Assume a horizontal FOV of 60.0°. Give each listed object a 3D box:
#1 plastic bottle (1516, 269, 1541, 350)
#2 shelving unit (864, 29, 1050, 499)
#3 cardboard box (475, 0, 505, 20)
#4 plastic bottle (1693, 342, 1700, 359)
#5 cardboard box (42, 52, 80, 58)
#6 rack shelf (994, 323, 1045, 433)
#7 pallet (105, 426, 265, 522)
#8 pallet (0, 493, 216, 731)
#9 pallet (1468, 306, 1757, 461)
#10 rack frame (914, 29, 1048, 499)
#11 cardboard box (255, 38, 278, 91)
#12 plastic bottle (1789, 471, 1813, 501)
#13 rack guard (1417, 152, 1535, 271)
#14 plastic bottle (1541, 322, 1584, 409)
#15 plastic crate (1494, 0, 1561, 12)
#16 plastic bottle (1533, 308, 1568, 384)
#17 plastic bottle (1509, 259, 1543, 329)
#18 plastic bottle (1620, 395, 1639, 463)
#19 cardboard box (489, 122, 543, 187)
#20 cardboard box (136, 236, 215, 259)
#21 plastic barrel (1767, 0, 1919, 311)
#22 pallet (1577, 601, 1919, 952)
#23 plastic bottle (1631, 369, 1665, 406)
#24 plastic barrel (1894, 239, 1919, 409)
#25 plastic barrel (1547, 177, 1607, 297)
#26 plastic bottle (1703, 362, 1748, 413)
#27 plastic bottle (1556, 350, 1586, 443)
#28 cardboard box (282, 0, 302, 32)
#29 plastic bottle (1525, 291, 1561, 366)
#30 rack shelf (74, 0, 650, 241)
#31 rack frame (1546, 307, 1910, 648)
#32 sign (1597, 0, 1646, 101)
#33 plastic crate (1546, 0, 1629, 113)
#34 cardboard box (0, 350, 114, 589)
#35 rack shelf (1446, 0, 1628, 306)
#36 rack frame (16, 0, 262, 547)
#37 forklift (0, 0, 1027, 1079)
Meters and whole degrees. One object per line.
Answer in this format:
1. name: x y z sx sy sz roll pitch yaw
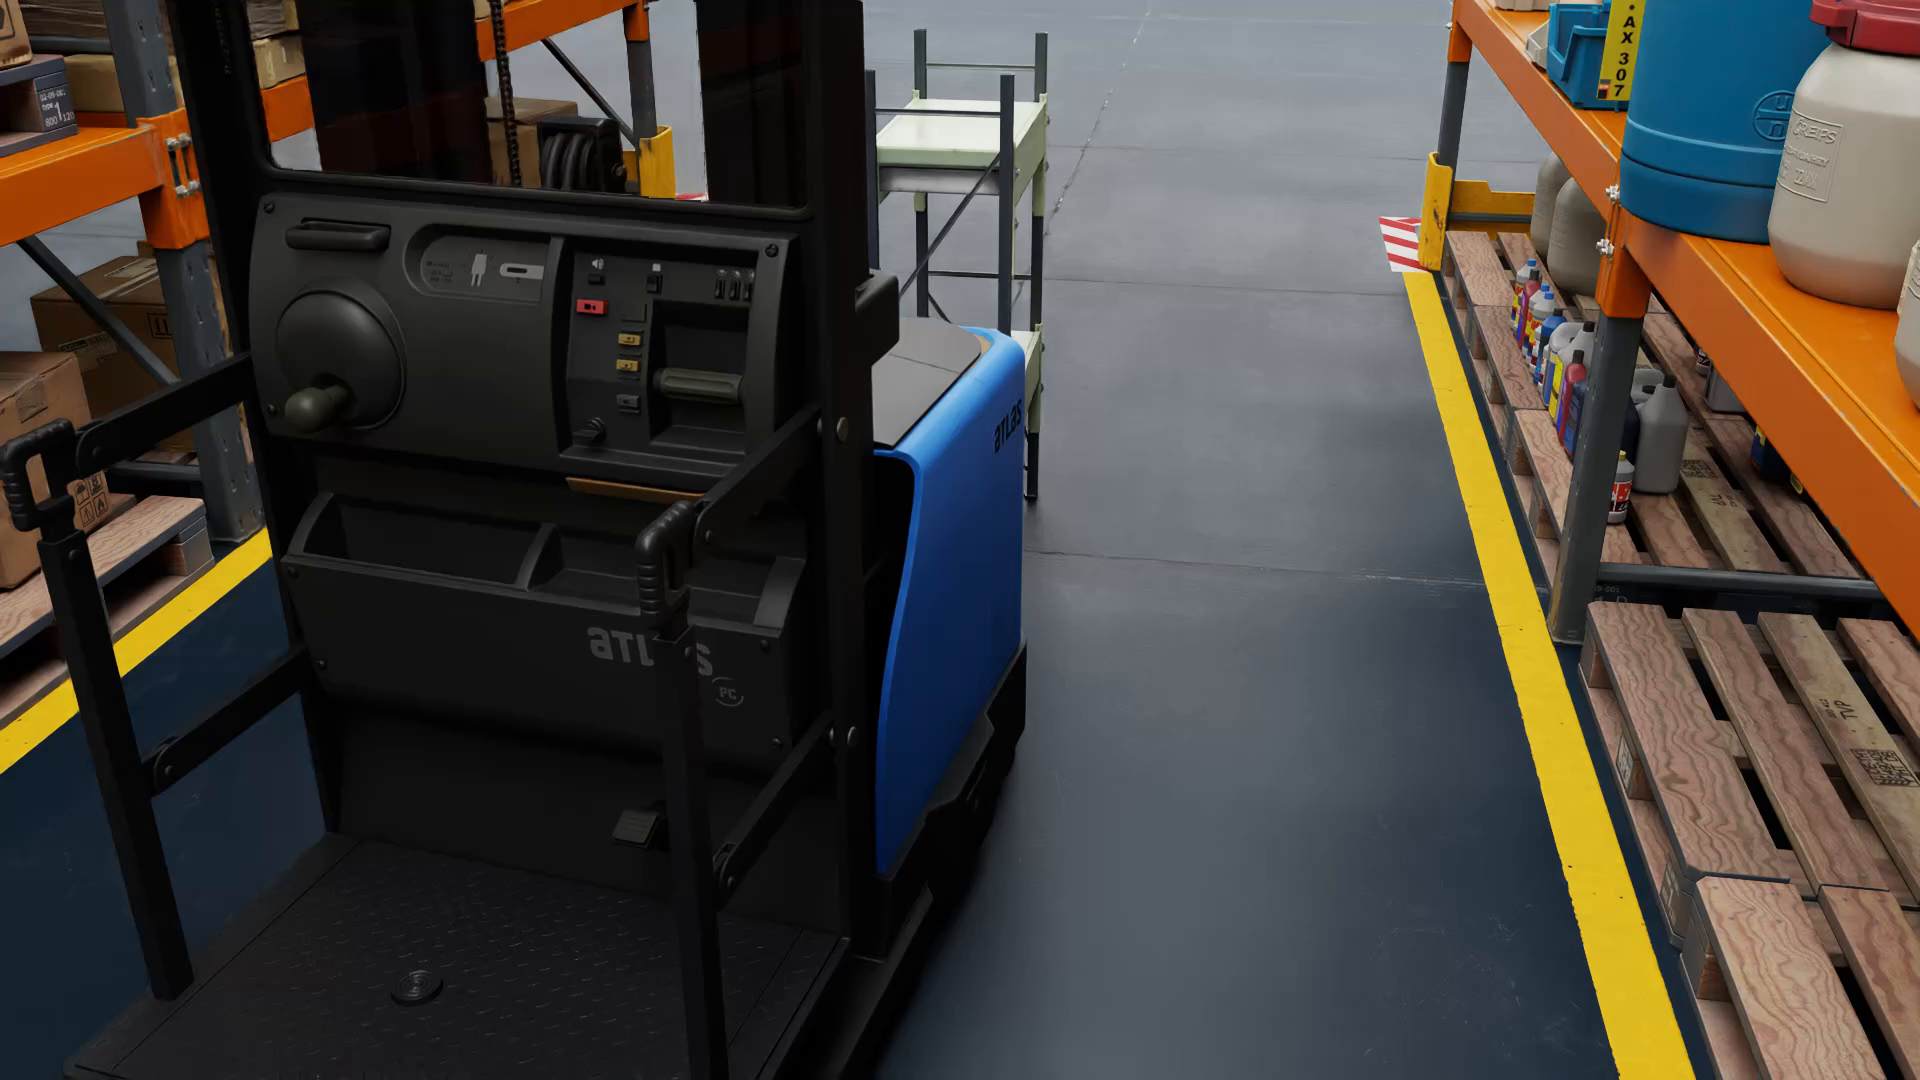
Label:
1. plastic bottle: 2.146 -0.868 6.251 0.061 0.283 0.133 4 25 9
2. shelving unit: 0.001 -0.682 4.938 0.431 1.500 0.755 4 25 9
3. cardboard box: -2.066 -2.190 6.687 0.380 0.149 0.250 4 25 9
4. plastic bottle: 2.763 -0.803 6.112 0.061 0.283 0.133 4 25 9
5. cardboard box: -2.940 -1.500 5.212 0.380 0.149 0.250 4 25 9
6. rack shelf: 0.001 -0.387 5.076 0.431 0.370 0.720 4 25 9
7. pallet: -2.661 -0.420 5.897 1.003 0.211 1.213 4 25 9
8. pallet: -2.861 0.190 4.596 1.003 0.211 1.213 4 25 9
9. pallet: 2.499 -0.583 6.246 1.003 0.211 1.213 4 25 9
10. rack frame: 0.061 -0.835 5.265 0.400 1.500 0.023 4 25 9
11. cardboard box: -2.350 -1.458 5.123 0.380 0.149 0.250 4 25 9
12. plastic bottle: 2.556 -0.272 4.978 0.061 0.283 0.133 4 25 9
13. rack guard: 2.838 -1.562 7.997 1.175 0.500 0.348 4 25 9
14. plastic bottle: 2.086 -0.594 5.675 0.152 0.276 0.135 4 25 9
15. plastic crate: 2.341 -2.257 6.846 0.298 0.136 0.250 4 25 9
16. plastic bottle: 2.095 -0.686 5.876 0.097 0.271 0.097 0 25 0
17. plastic bottle: 2.201 -0.956 6.453 0.097 0.271 0.097 0 25 0
18. plastic bottle: 1.972 -0.345 5.054 0.144 0.351 0.185 3 25 7
19. cardboard box: -2.264 -1.618 7.621 0.500 0.500 0.500 11 27 22
20. cardboard box: -2.545 -0.862 6.006 0.500 0.500 0.500 13 28 25
21. plastic barrel: 1.778 -0.733 3.116 0.433 0.535 0.433 0 25 0
22. pallet: 2.061 0.538 3.851 1.003 0.211 1.213 4 25 9
23. plastic bottle: 2.153 -0.391 5.242 0.152 0.276 0.135 4 25 9
24. plastic barrel: 1.658 -0.426 2.461 0.433 0.535 0.433 0 25 0
25. plastic barrel: 2.690 -1.302 6.933 0.421 0.512 0.421 0 25 0
26. plastic bottle: 2.642 -0.587 5.660 0.152 0.276 0.135 4 25 9
27. plastic bottle: 1.988 -0.466 5.392 0.061 0.283 0.133 6 26 12
28. cardboard box: -2.485 -1.970 5.451 0.875 0.500 0.500 4 25 9
29. plastic bottle: 2.128 -0.771 6.057 0.097 0.271 0.097 0 25 0
30. rack shelf: -2.409 -1.910 6.640 1.077 0.370 4.000 4 25 9
31. rack frame: 2.151 -1.056 3.968 1.000 3.000 0.127 4 25 9
32. sign: 1.610 -1.224 4.000 0.100 0.325 0.005 4 25 9
33. plastic crate: 2.064 -1.470 5.028 0.499 0.251 0.616 4 25 9
34. cardboard box: -2.857 -0.211 4.592 0.700 0.500 0.500 2 25 4
35. rack shelf: 2.478 -1.567 5.907 1.077 0.370 4.000 4 25 9
36. rack frame: -2.736 -1.399 4.701 1.000 3.000 0.127 4 25 9
37. forklift: -0.767 -0.291 2.414 1.130 2.935 3.031 8 26 16
